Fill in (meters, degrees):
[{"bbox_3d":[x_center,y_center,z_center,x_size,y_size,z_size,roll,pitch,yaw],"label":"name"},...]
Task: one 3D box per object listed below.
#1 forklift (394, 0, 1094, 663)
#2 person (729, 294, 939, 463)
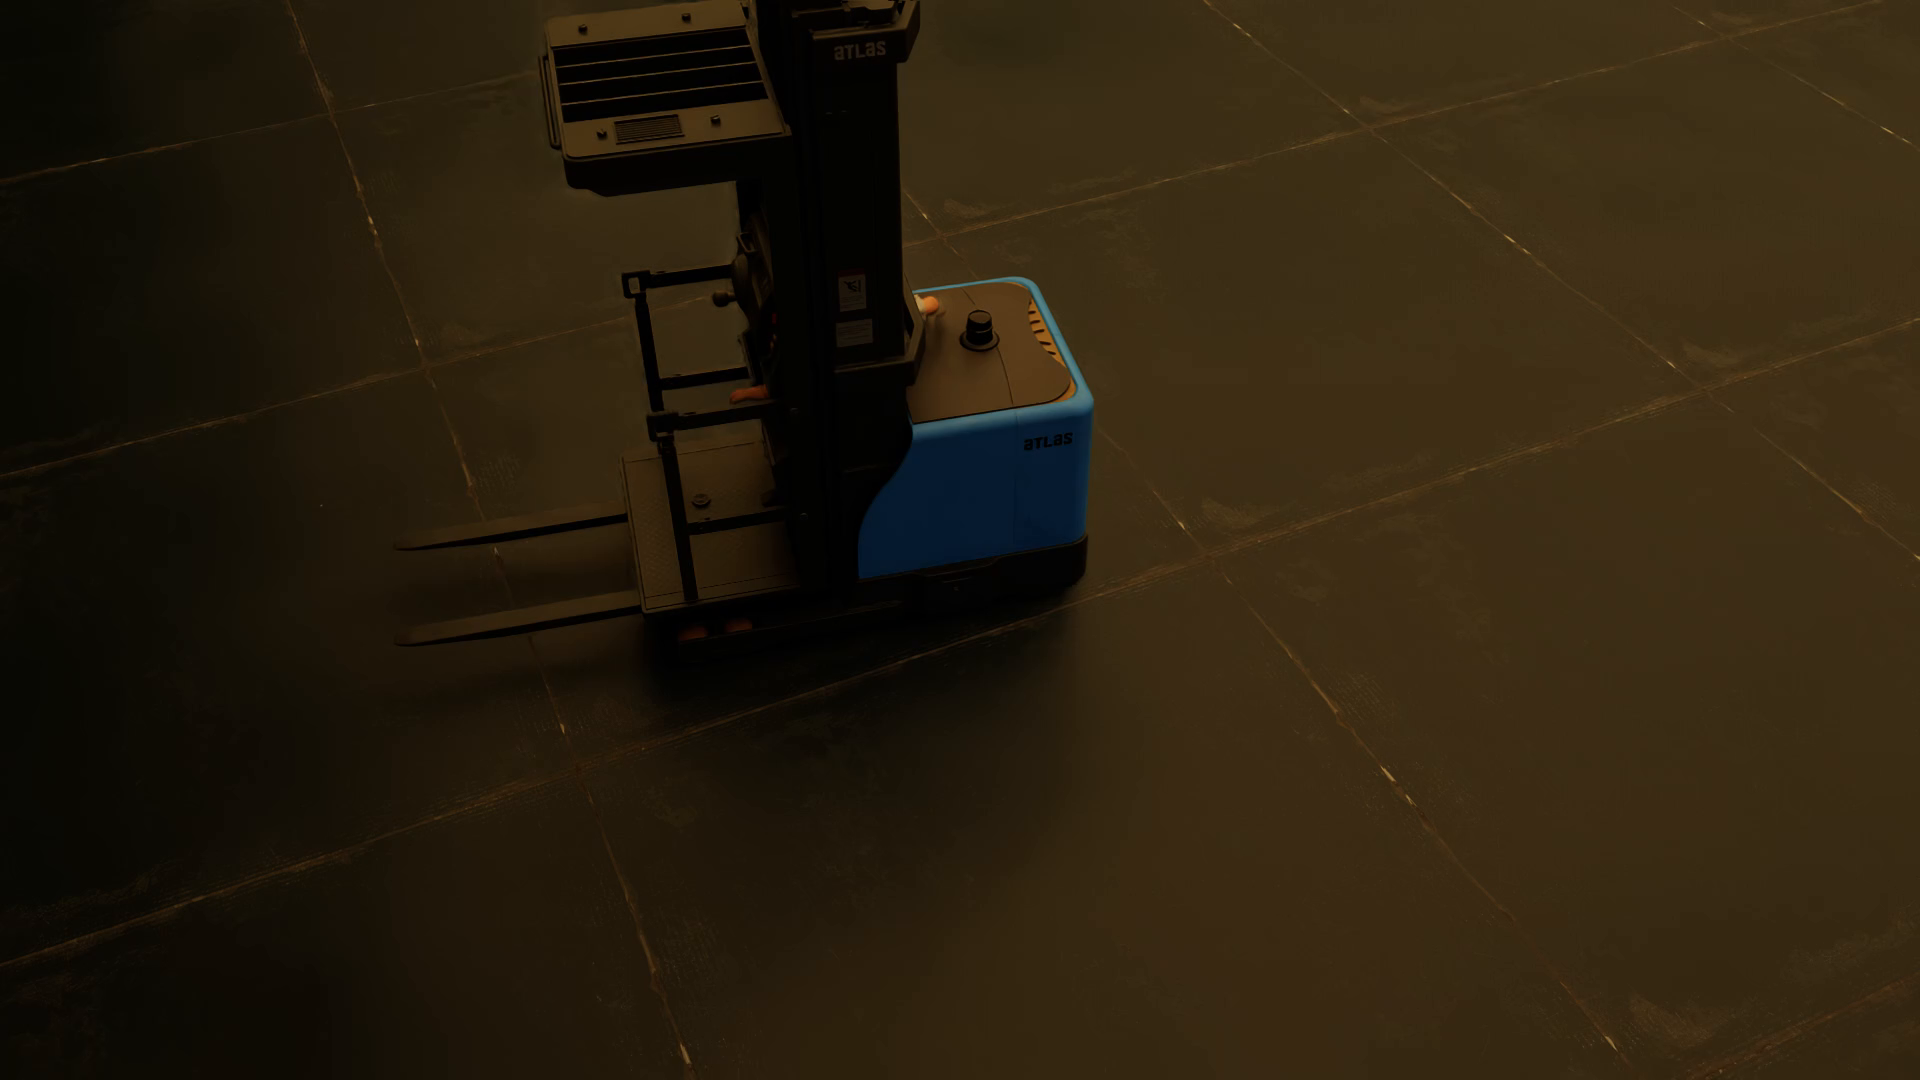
[{"bbox_3d":[-1.000,-0.937,6.684,3.031,2.935,1.130,-10,44,-10],"label":"forklift"},{"bbox_3d":[-0.617,-0.698,7.356,0.979,1.524,0.878,-26,49,-25],"label":"person"}]
